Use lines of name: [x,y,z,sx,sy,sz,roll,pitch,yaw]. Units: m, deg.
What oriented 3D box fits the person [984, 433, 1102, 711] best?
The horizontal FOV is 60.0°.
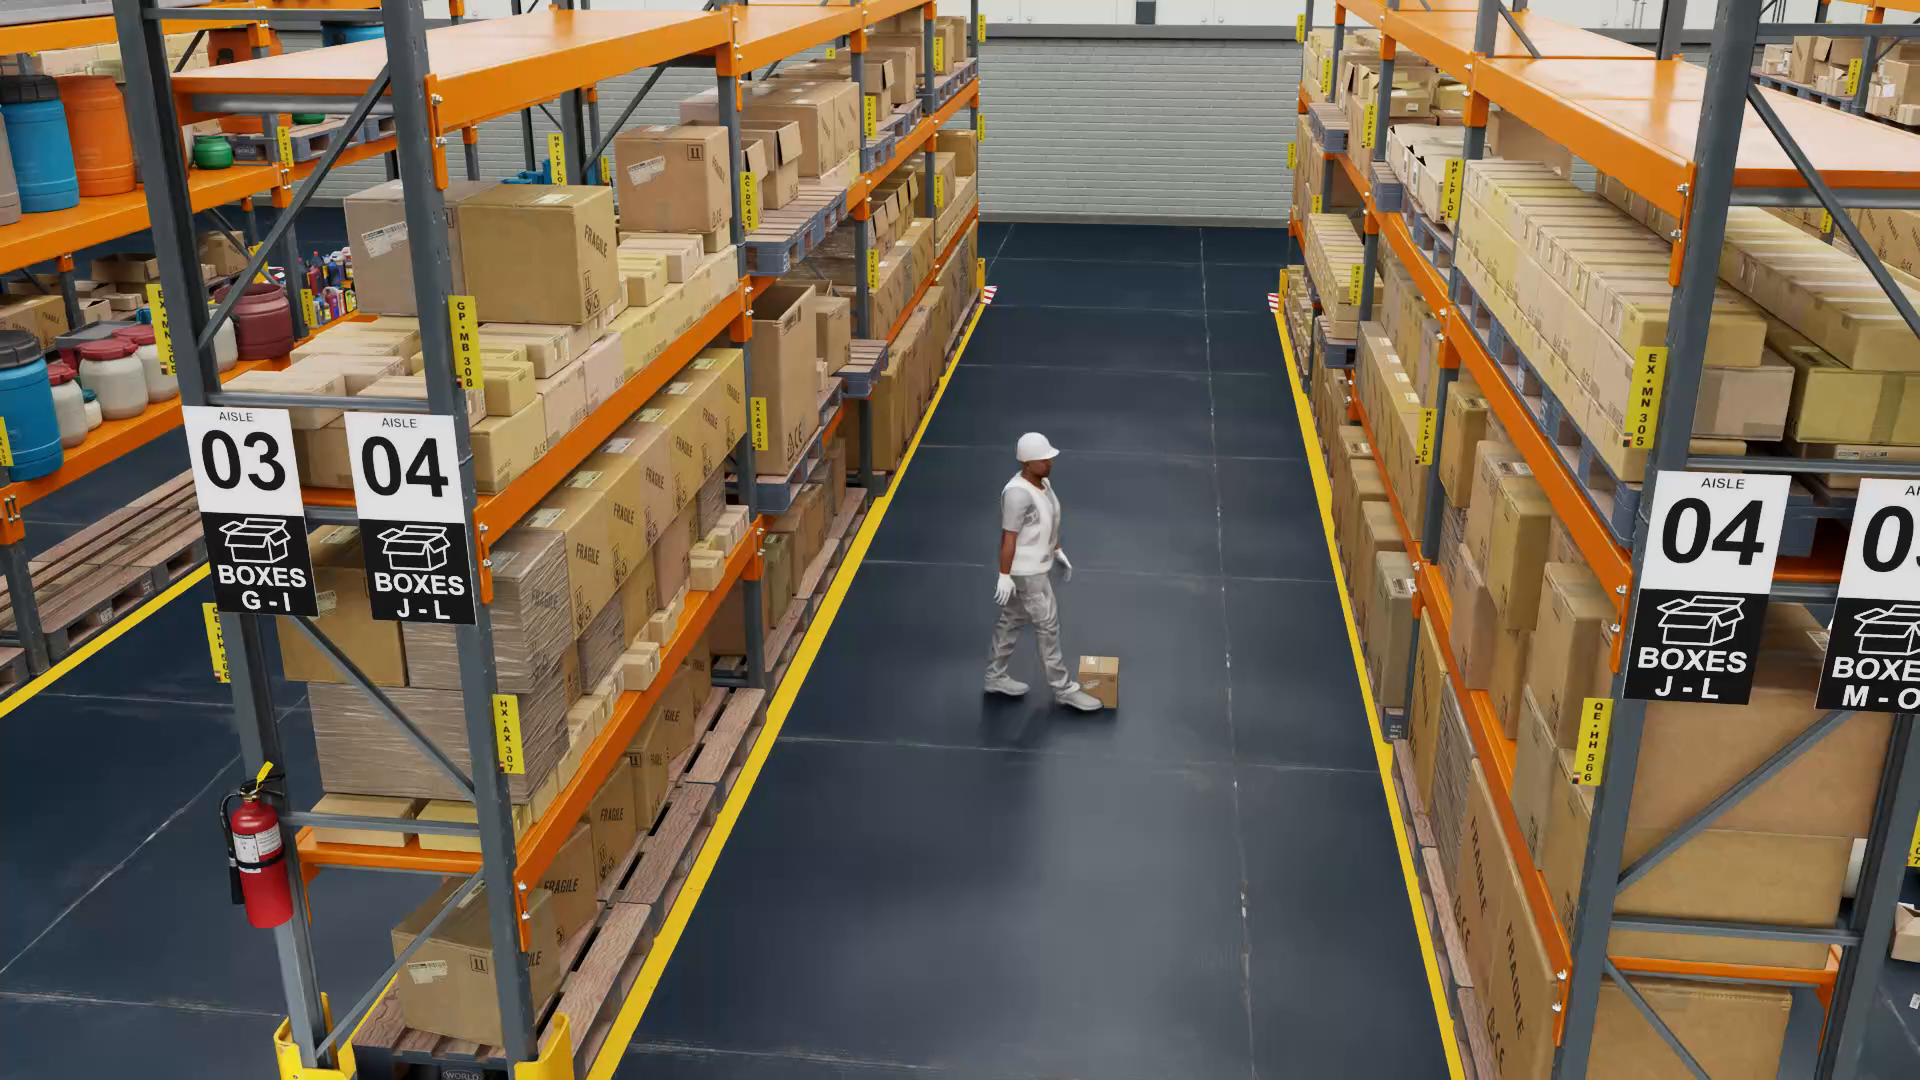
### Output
person: [0.550,0.176,10.533,0.797,1.760,0.599,4,21,11]
